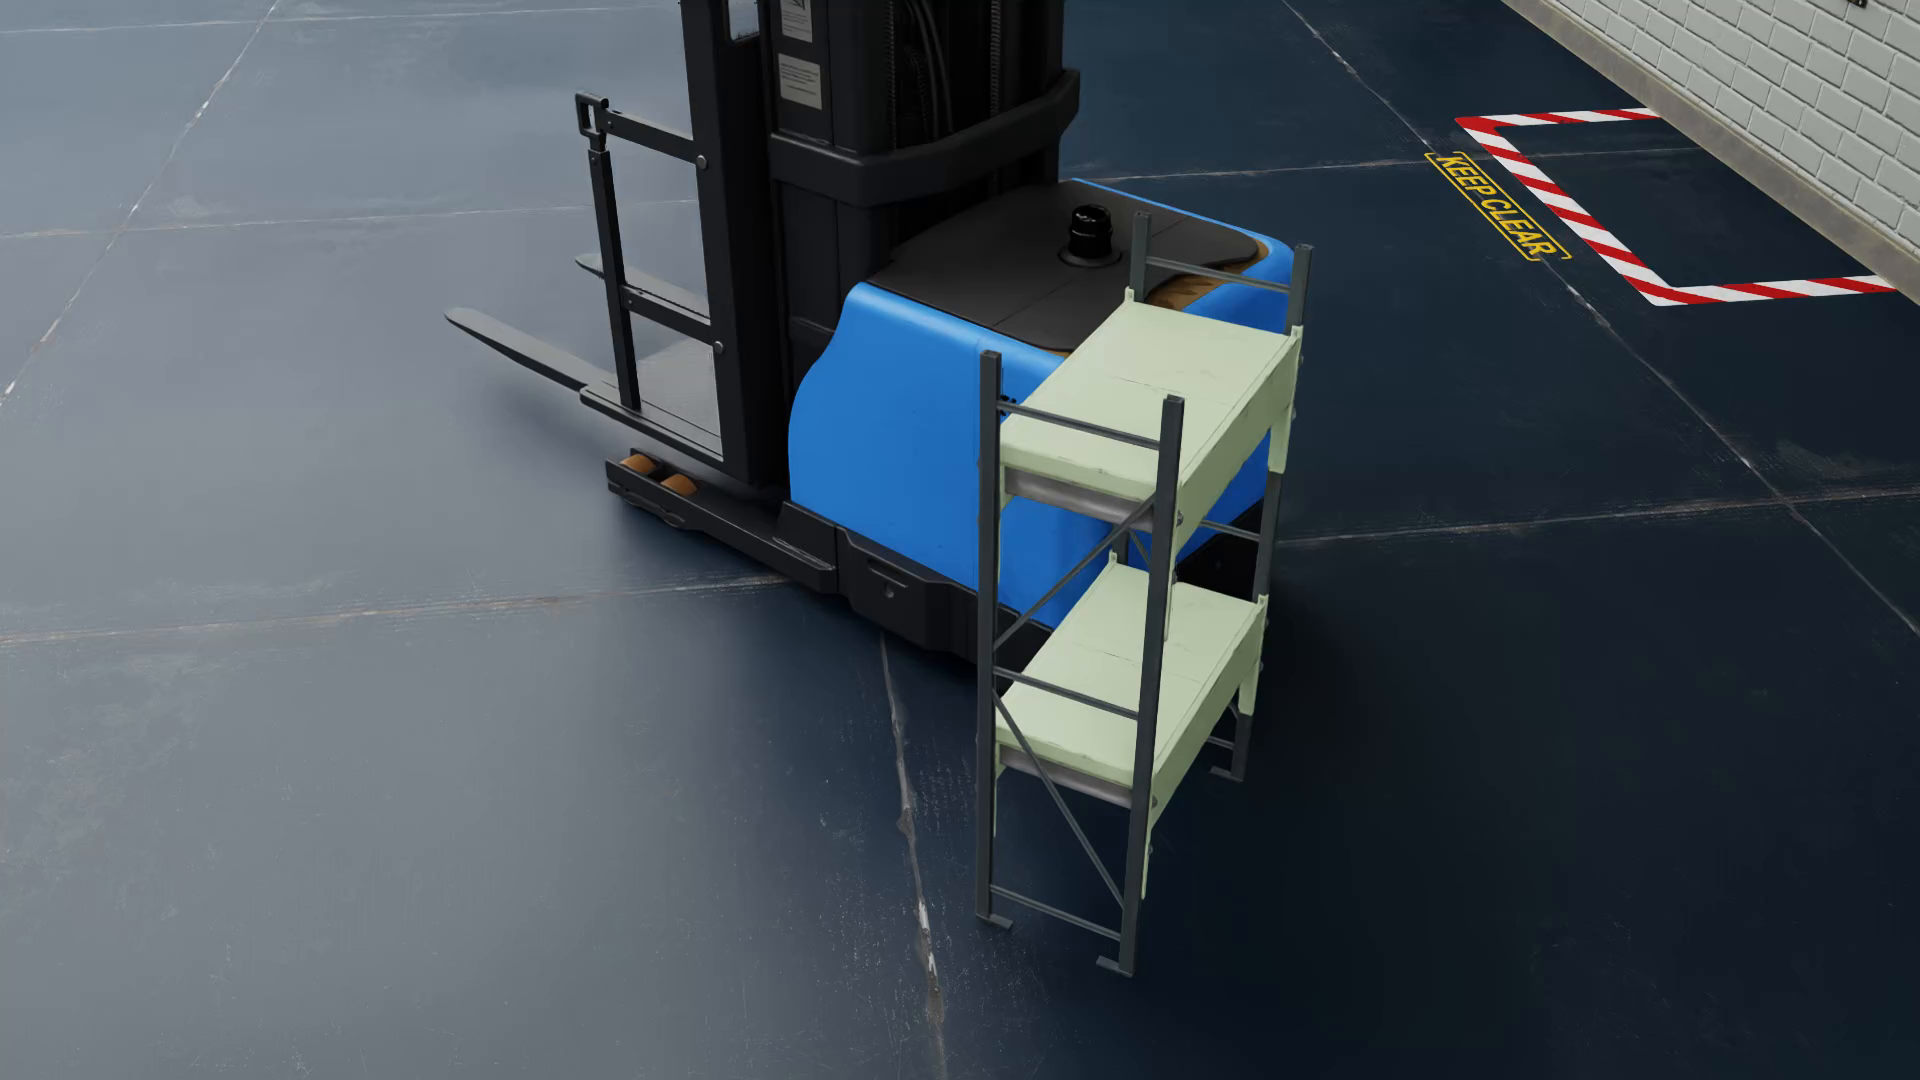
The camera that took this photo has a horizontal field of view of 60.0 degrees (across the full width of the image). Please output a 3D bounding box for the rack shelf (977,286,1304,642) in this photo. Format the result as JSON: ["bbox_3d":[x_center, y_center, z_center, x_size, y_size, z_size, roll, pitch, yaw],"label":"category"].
[{"bbox_3d":[0.390,-0.184,3.496,0.431,0.370,0.720,17,38,23],"label":"rack shelf"}]

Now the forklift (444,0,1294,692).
[{"bbox_3d":[-0.514,-1.453,4.780,3.031,2.935,1.130,25,42,32],"label":"forklift"}]

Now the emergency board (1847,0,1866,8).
[{"bbox_3d":[3.594,-2.841,6.755,0.157,1.169,0.626,-4,35,-6],"label":"emergency board"}]

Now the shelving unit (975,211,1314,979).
[{"bbox_3d":[0.390,0.138,3.716,0.431,1.500,0.755,17,38,23],"label":"shelving unit"}]

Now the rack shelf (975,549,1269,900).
[{"bbox_3d":[0.390,0.407,3.899,0.431,0.370,0.720,17,38,23],"label":"rack shelf"}]

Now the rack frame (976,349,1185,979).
[{"bbox_3d":[0.219,0.320,3.448,0.400,1.500,0.023,17,38,23],"label":"rack frame"}]

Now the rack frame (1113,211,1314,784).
[{"bbox_3d":[0.561,-0.044,3.983,0.400,1.500,0.023,17,38,23],"label":"rack frame"}]
